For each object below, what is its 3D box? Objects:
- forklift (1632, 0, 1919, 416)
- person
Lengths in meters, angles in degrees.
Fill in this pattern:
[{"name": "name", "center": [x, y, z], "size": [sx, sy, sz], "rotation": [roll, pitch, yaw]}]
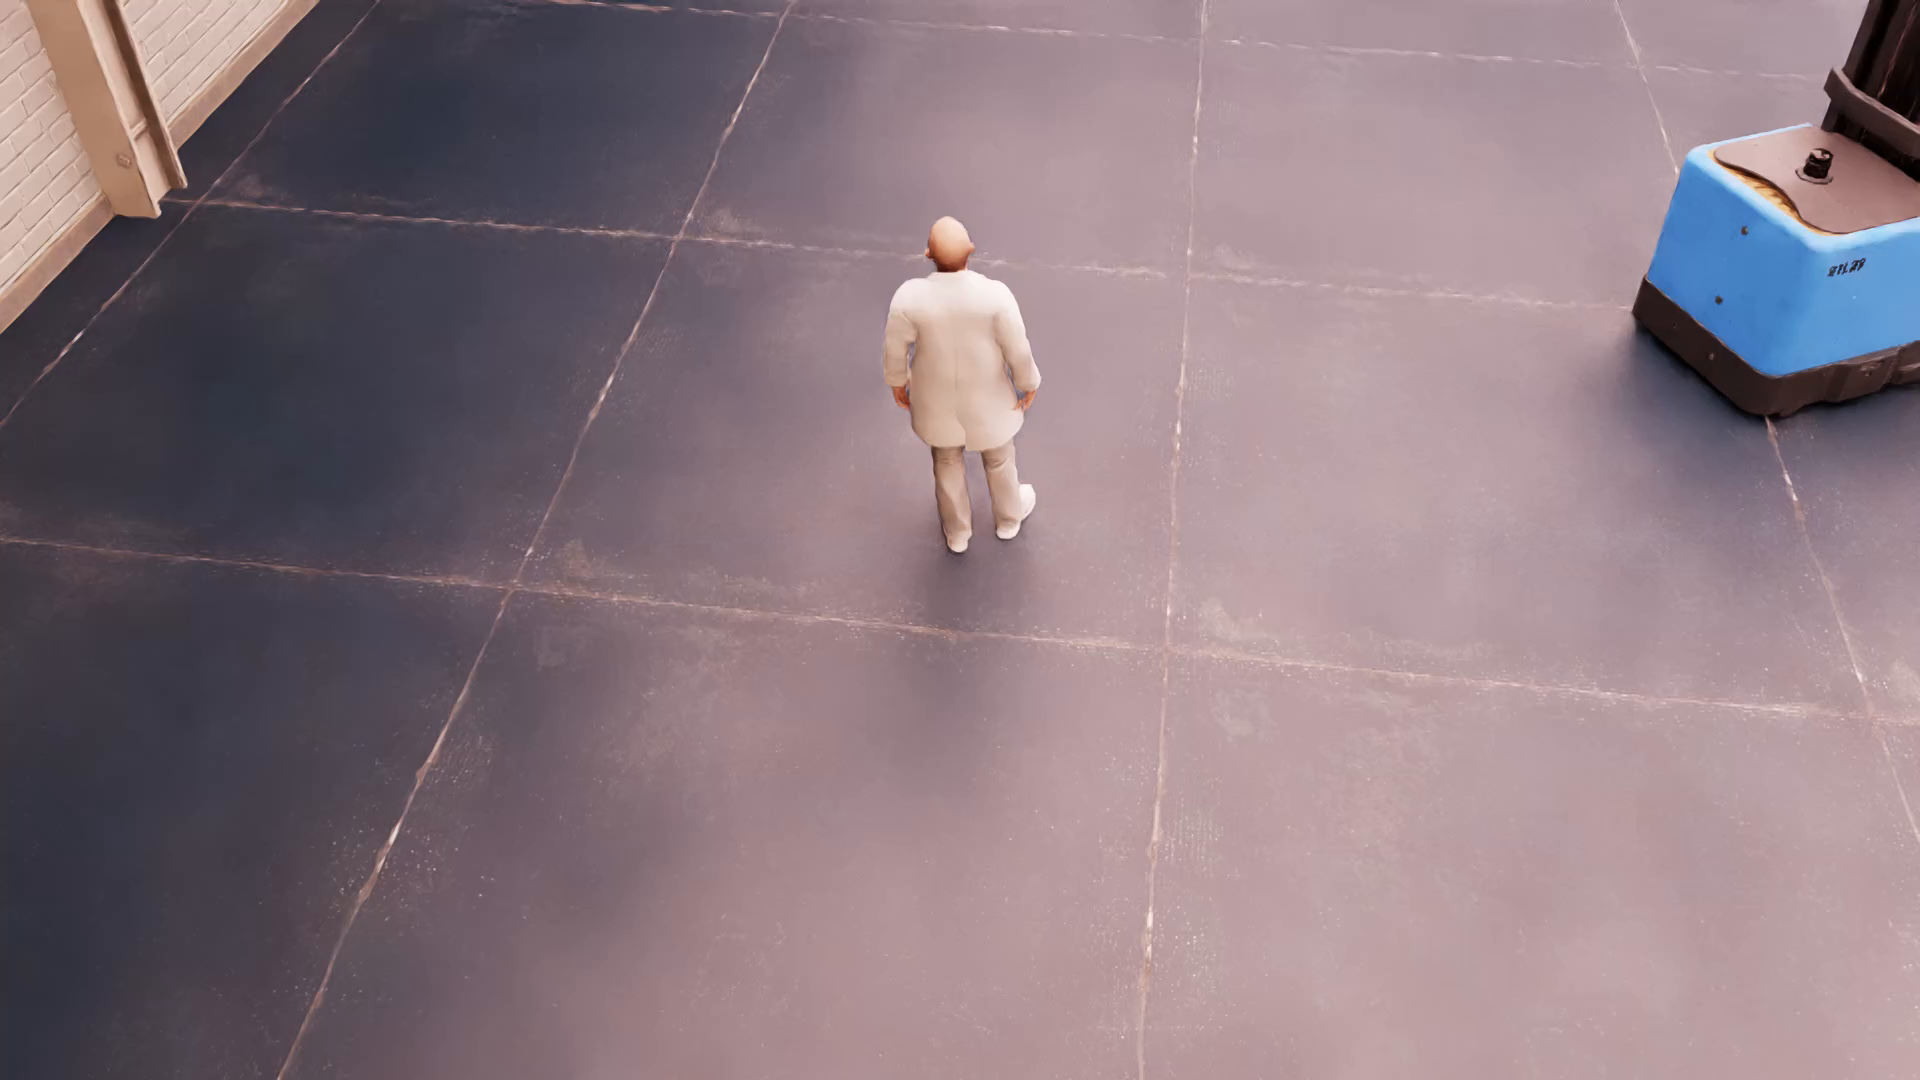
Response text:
[{"name": "forklift", "center": [5.267, -2.333, 8.263], "size": [3.031, 2.935, 1.130], "rotation": [-14, 44, -15]}, {"name": "person", "center": [0.017, -0.721, 7.350], "size": [0.694, 1.776, 0.579], "rotation": [5, 43, 6]}]
